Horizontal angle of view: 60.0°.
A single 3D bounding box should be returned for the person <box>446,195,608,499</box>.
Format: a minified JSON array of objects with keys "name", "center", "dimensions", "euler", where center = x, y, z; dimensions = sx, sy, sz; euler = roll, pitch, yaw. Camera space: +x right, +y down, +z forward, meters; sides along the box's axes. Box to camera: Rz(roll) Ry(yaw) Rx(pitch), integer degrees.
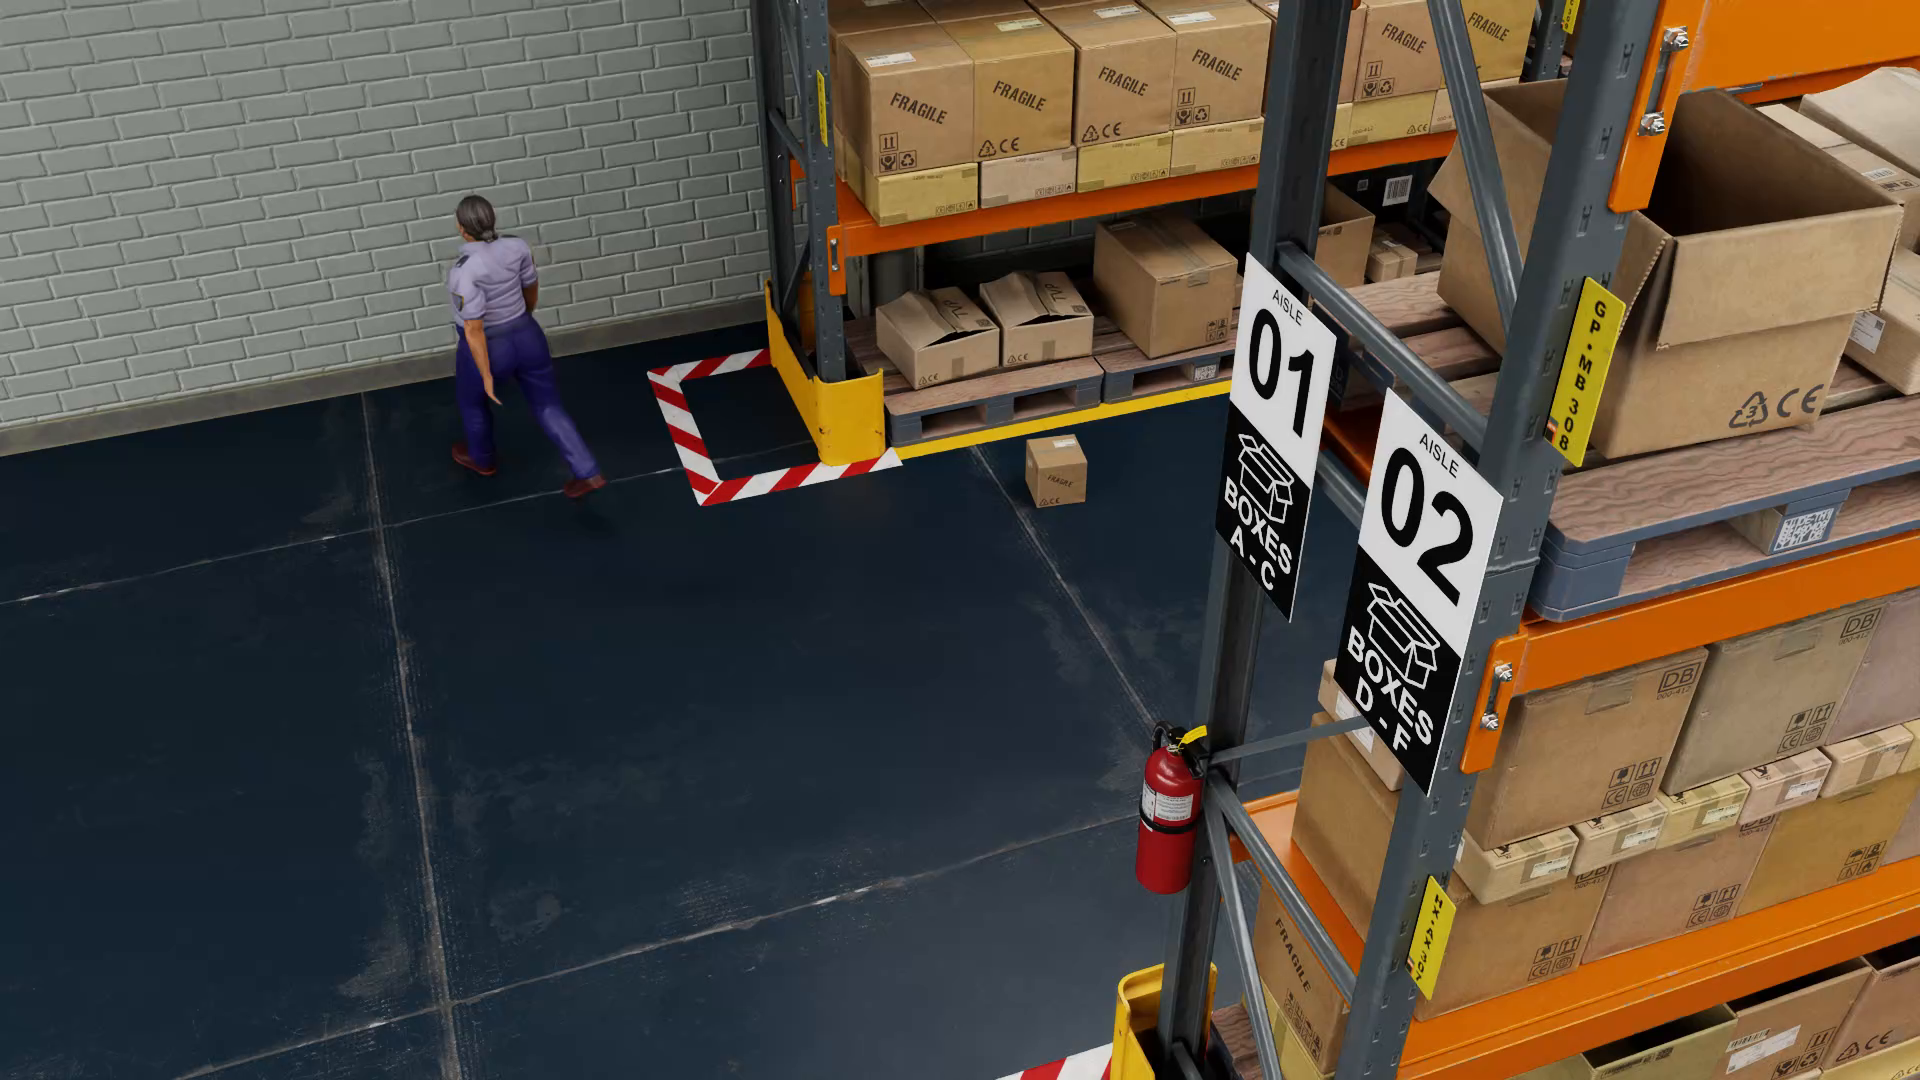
[{"name":"person","center":[-2.165,-0.920,7.981],"dimensions":[0.482,1.598,1.005],"euler":[-31,48,-34]}]
